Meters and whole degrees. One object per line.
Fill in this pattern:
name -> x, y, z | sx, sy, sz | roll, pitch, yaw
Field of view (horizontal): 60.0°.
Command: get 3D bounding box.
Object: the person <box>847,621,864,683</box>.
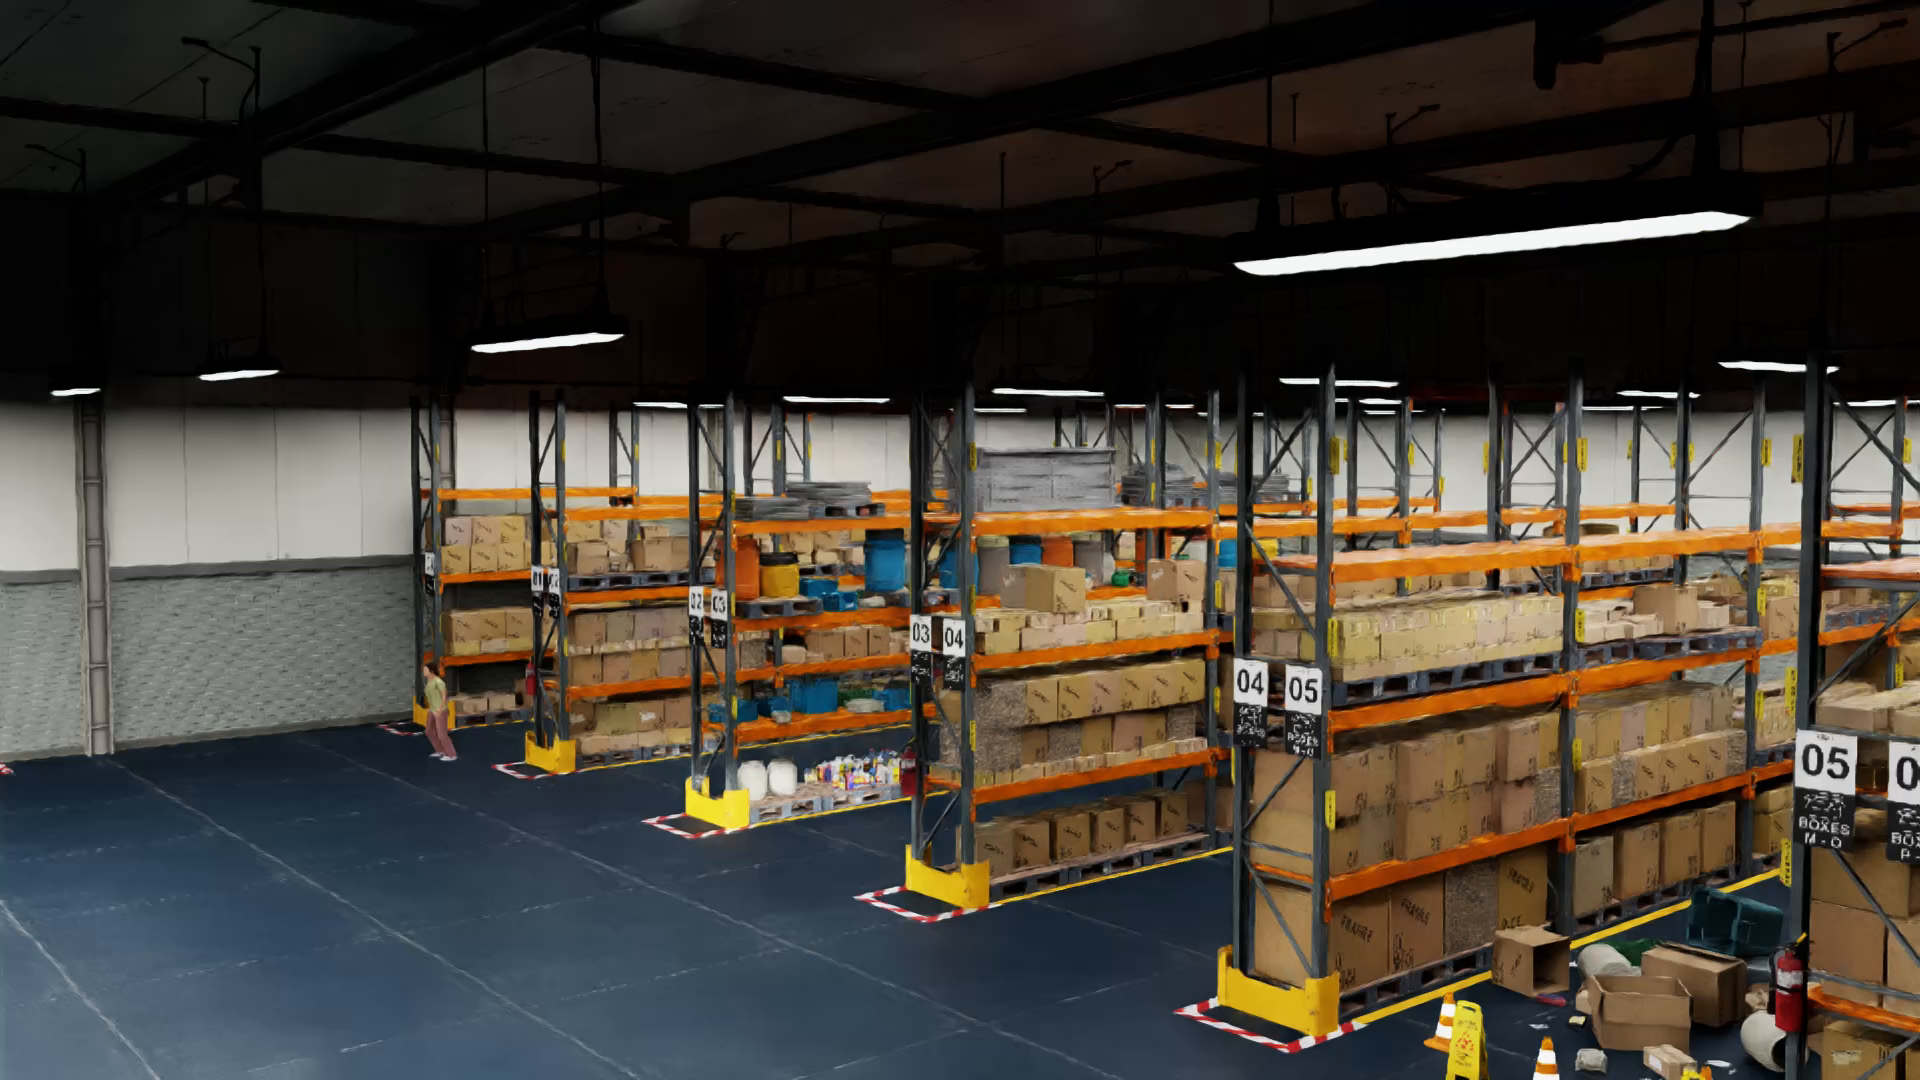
person -> -2.098, 2.338, 33.044 | 0.470, 1.754, 0.588 | 1, 4, 21

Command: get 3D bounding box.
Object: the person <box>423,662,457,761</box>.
person -> -8.454, 2.772, 26.965 | 0.503, 1.617, 0.598 | -3, 4, -41
